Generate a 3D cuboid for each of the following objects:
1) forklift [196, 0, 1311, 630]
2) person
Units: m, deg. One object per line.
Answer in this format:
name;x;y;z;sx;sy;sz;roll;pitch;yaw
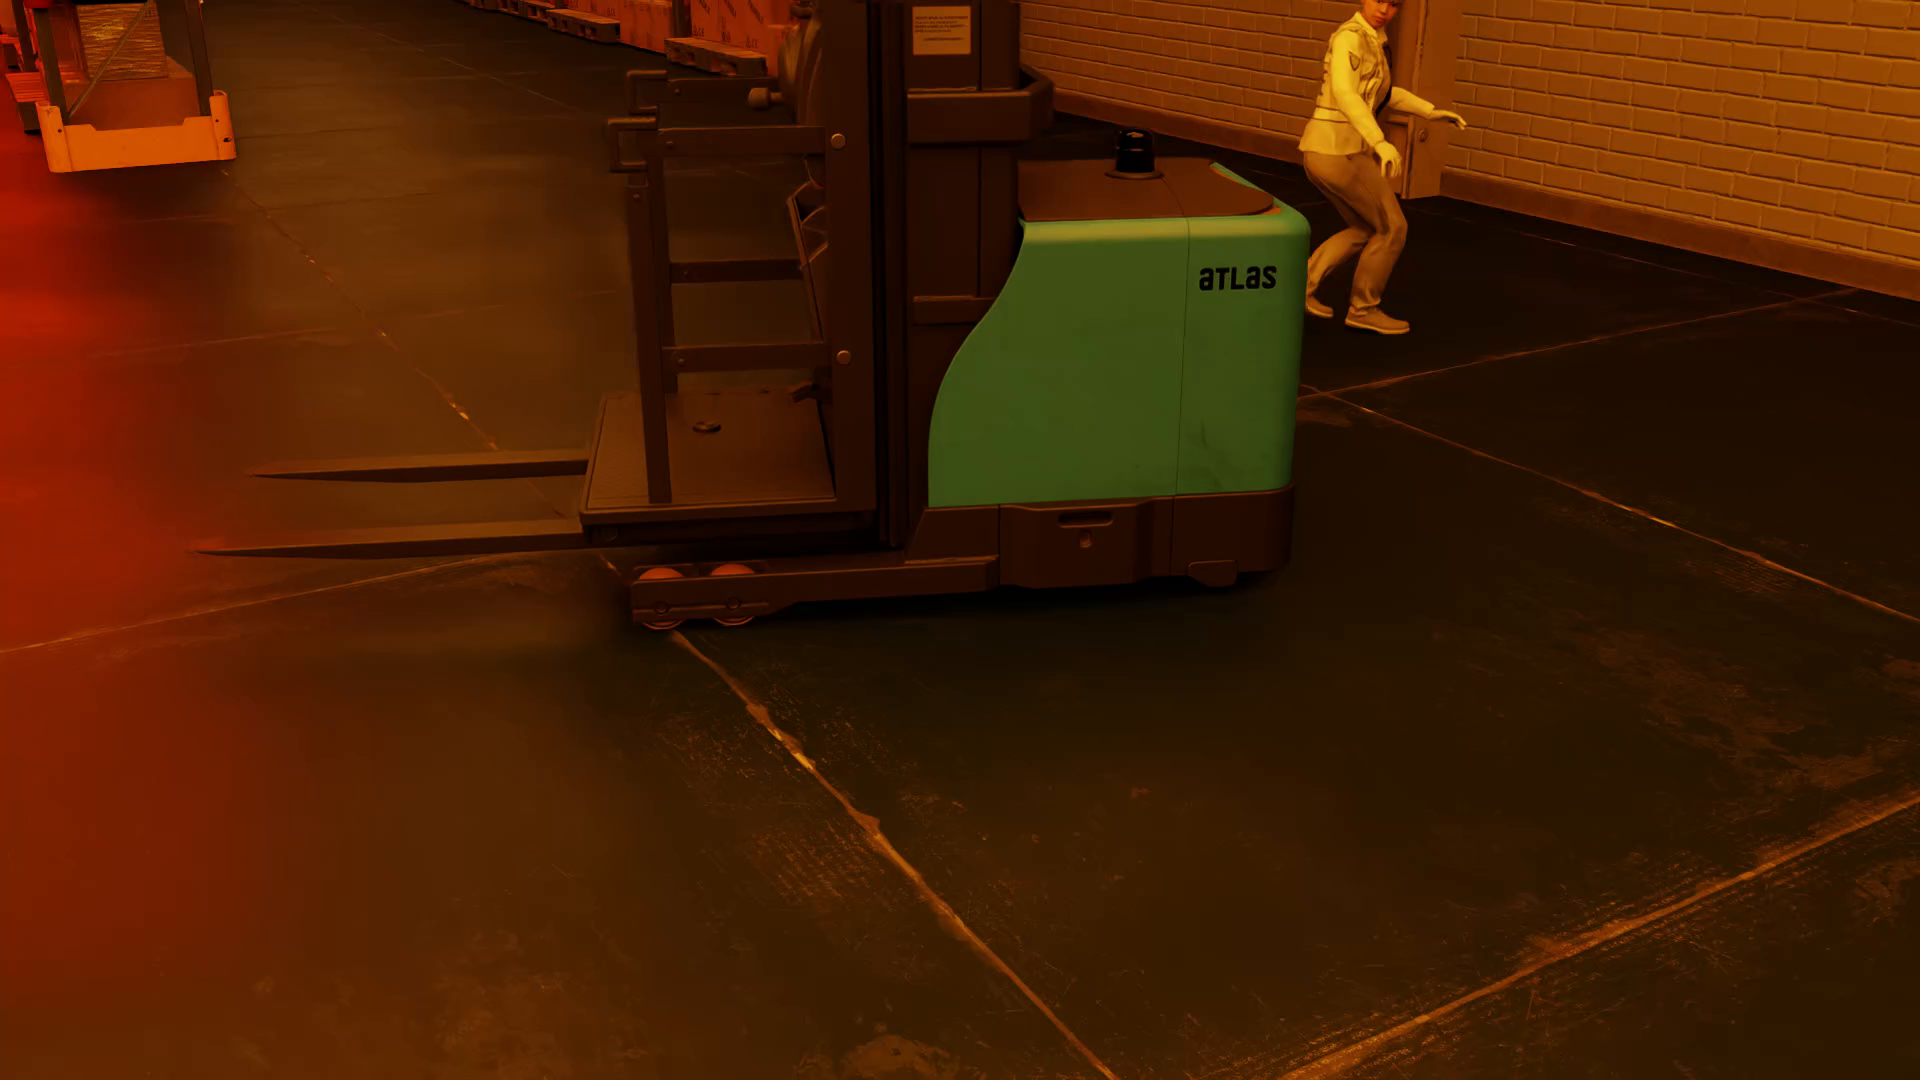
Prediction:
forklift;-0.604;-1.324;4.501;3.031;2.935;1.130;-3;22;-7
person;1.783;-1.634;7.068;0.761;1.561;0.795;2;22;5
